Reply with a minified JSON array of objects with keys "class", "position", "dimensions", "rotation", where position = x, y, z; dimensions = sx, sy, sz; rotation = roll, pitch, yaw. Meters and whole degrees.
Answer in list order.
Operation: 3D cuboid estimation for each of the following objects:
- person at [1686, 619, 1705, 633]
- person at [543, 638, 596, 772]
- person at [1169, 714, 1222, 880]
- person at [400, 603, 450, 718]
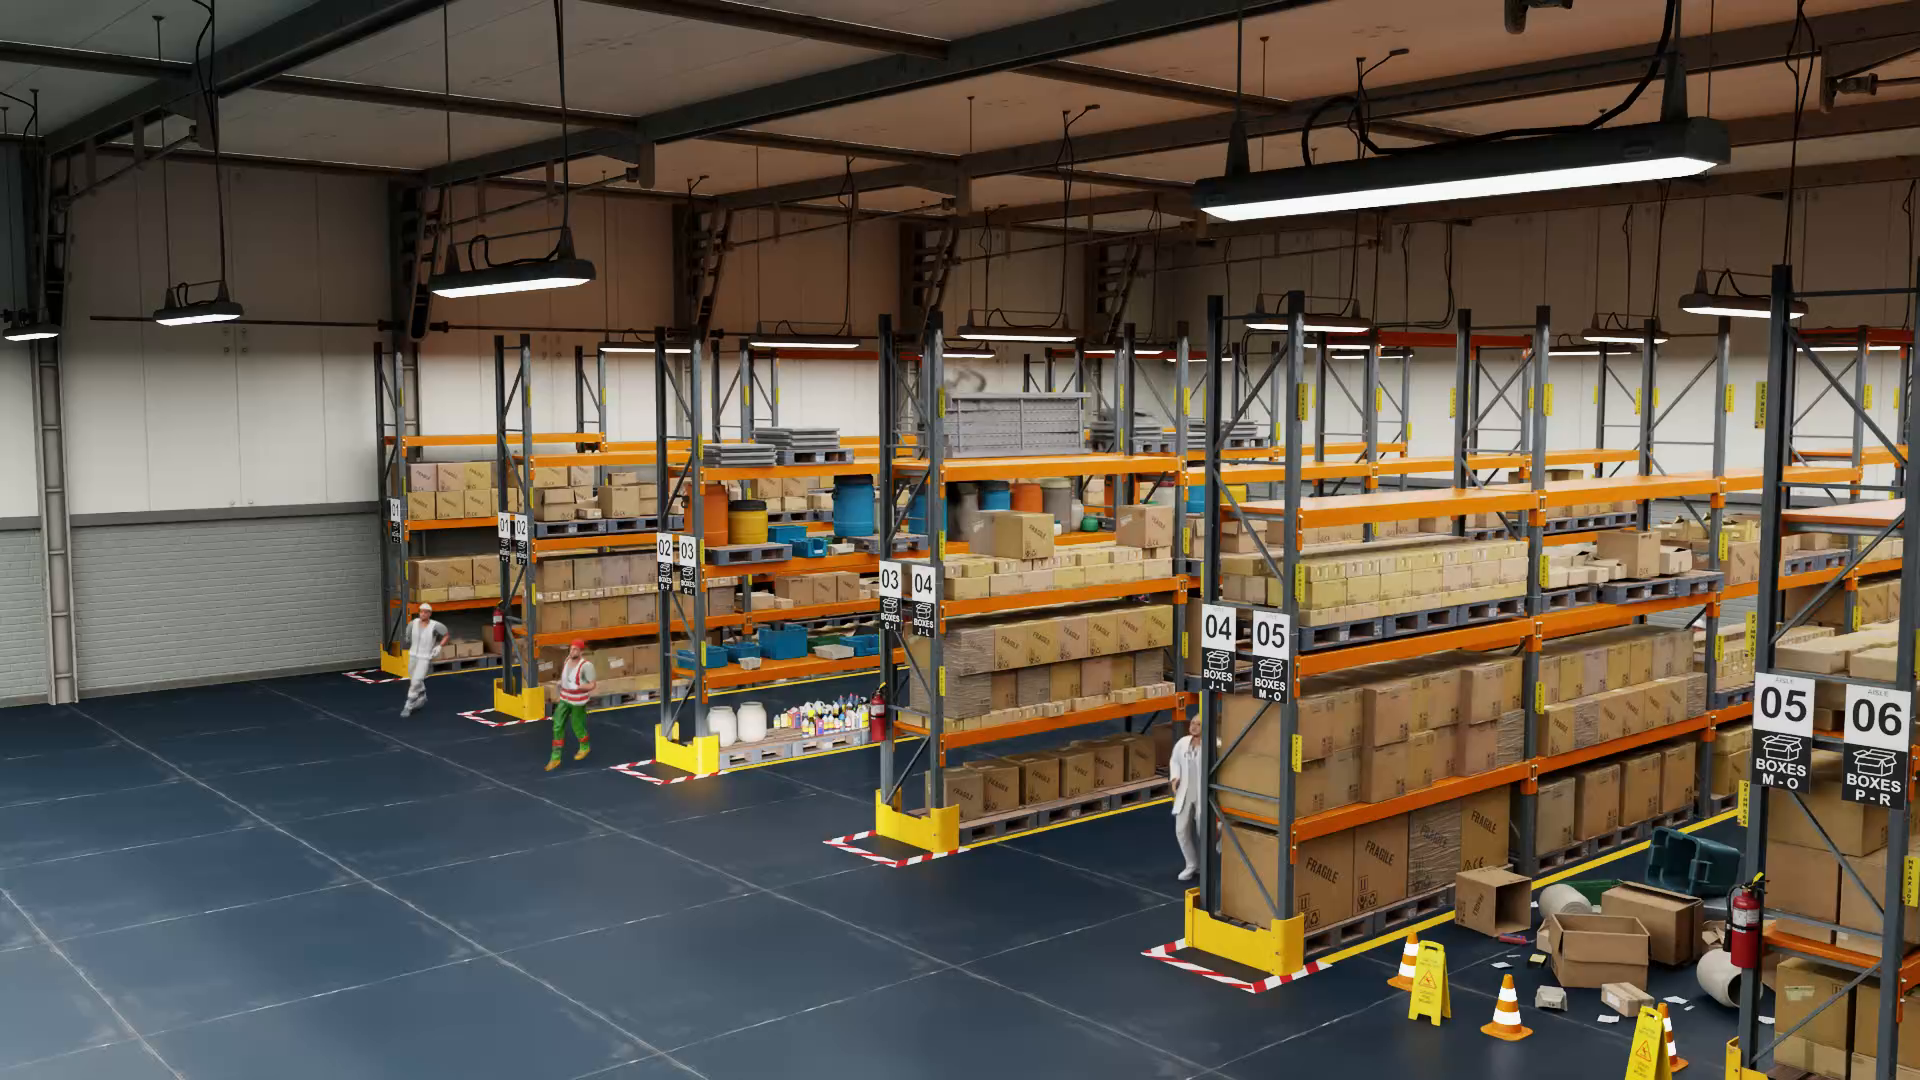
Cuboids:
[{"class":"person","position":[10.903,2.053,24.547],"dimensions":[0.891,1.814,0.662],"rotation":[-4,6,-34]},{"class":"person","position":[-5.197,2.232,22.673],"dimensions":[0.674,1.812,0.856],"rotation":[2,6,24]},{"class":"person","position":[2.548,2.707,17.721],"dimensions":[0.730,1.724,0.716],"rotation":[3,6,29]},{"class":"person","position":[-8.505,1.884,26.389],"dimensions":[0.665,1.797,0.786],"rotation":[1,5,15]}]
